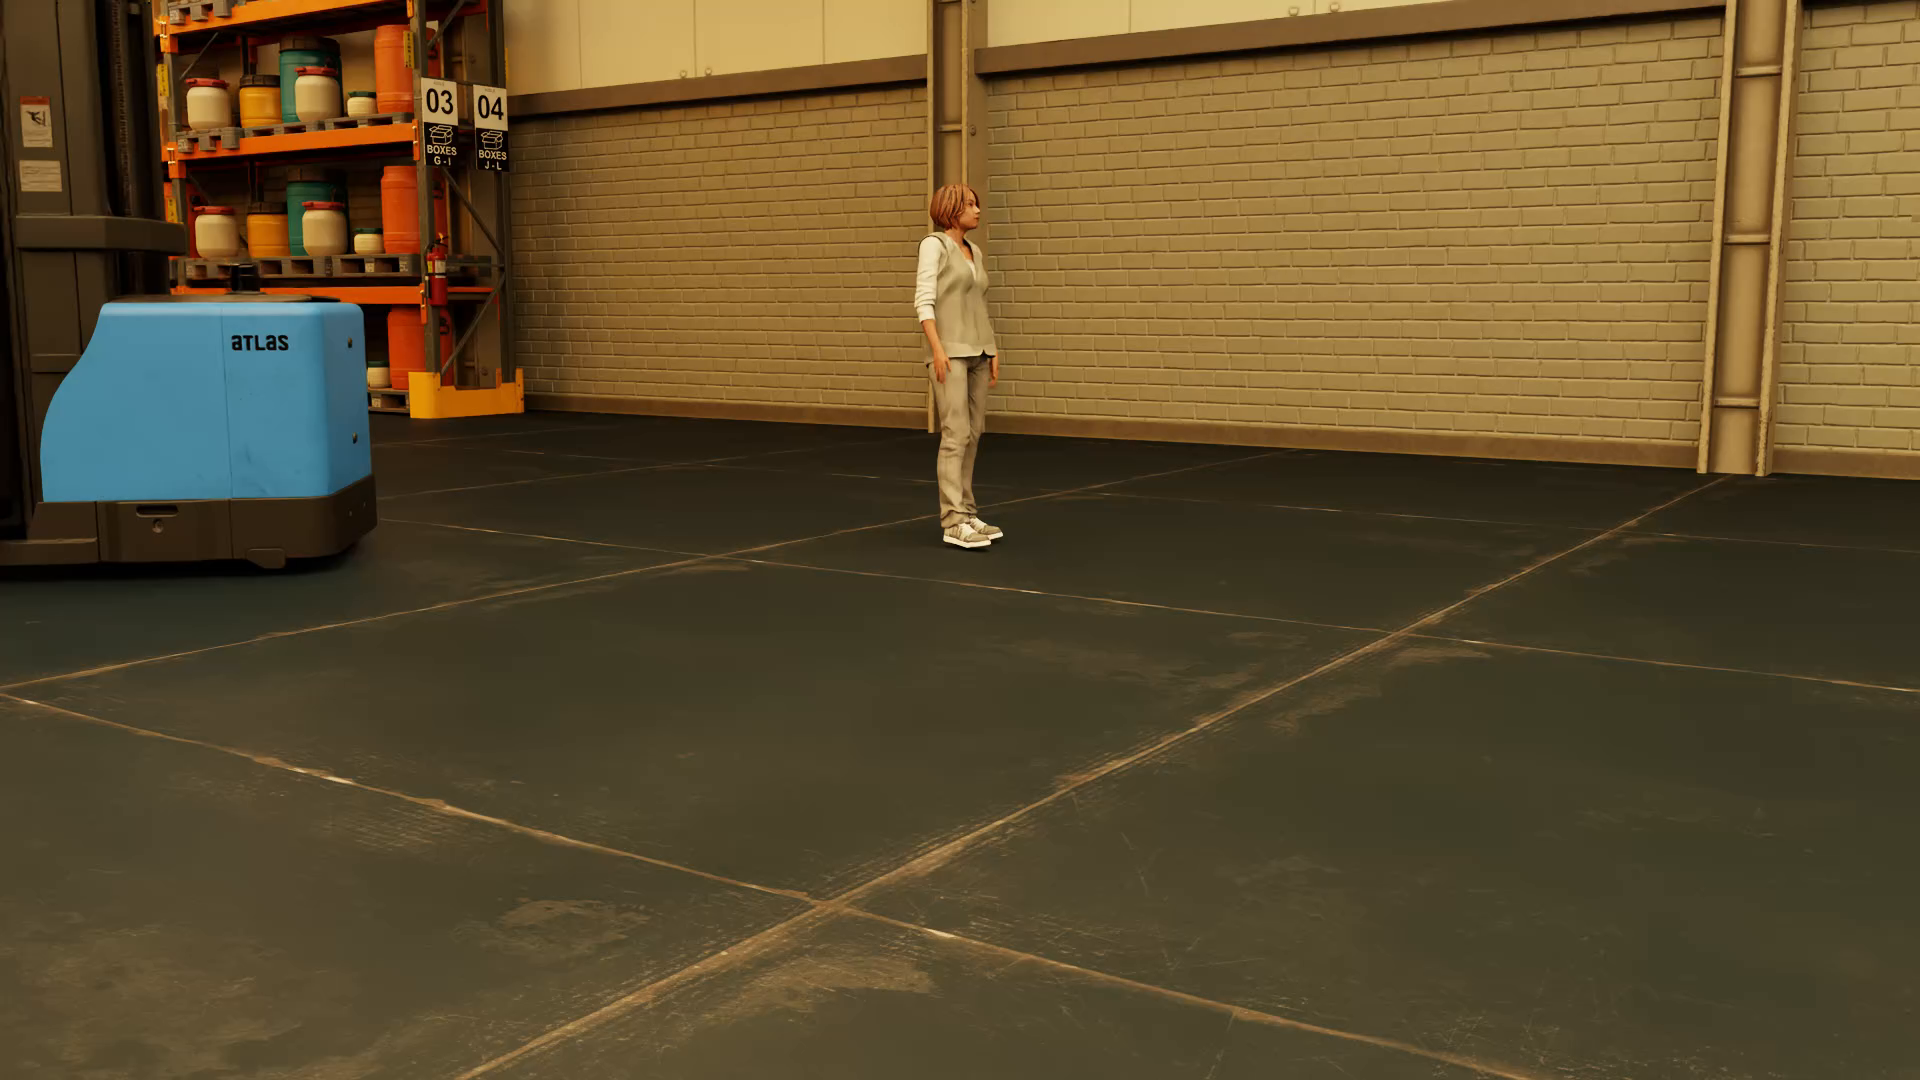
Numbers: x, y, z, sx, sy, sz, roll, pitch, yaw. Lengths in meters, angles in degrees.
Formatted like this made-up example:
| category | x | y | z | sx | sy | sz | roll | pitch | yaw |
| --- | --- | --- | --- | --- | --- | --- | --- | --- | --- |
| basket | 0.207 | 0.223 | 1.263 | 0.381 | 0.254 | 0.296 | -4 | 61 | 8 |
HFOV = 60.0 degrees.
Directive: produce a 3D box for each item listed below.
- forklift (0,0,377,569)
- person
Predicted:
| category | x | y | z | sx | sy | sz | roll | pitch | yaw |
| --- | --- | --- | --- | --- | --- | --- | --- | --- | --- |
| forklift | -4.071 | -1.351 | 6.691 | 3.031 | 2.935 | 1.130 | -1 | 8 | -9 |
| person | 0.054 | -0.790 | 7.438 | 0.473 | 1.599 | 0.521 | 5 | 10 | 34 |
